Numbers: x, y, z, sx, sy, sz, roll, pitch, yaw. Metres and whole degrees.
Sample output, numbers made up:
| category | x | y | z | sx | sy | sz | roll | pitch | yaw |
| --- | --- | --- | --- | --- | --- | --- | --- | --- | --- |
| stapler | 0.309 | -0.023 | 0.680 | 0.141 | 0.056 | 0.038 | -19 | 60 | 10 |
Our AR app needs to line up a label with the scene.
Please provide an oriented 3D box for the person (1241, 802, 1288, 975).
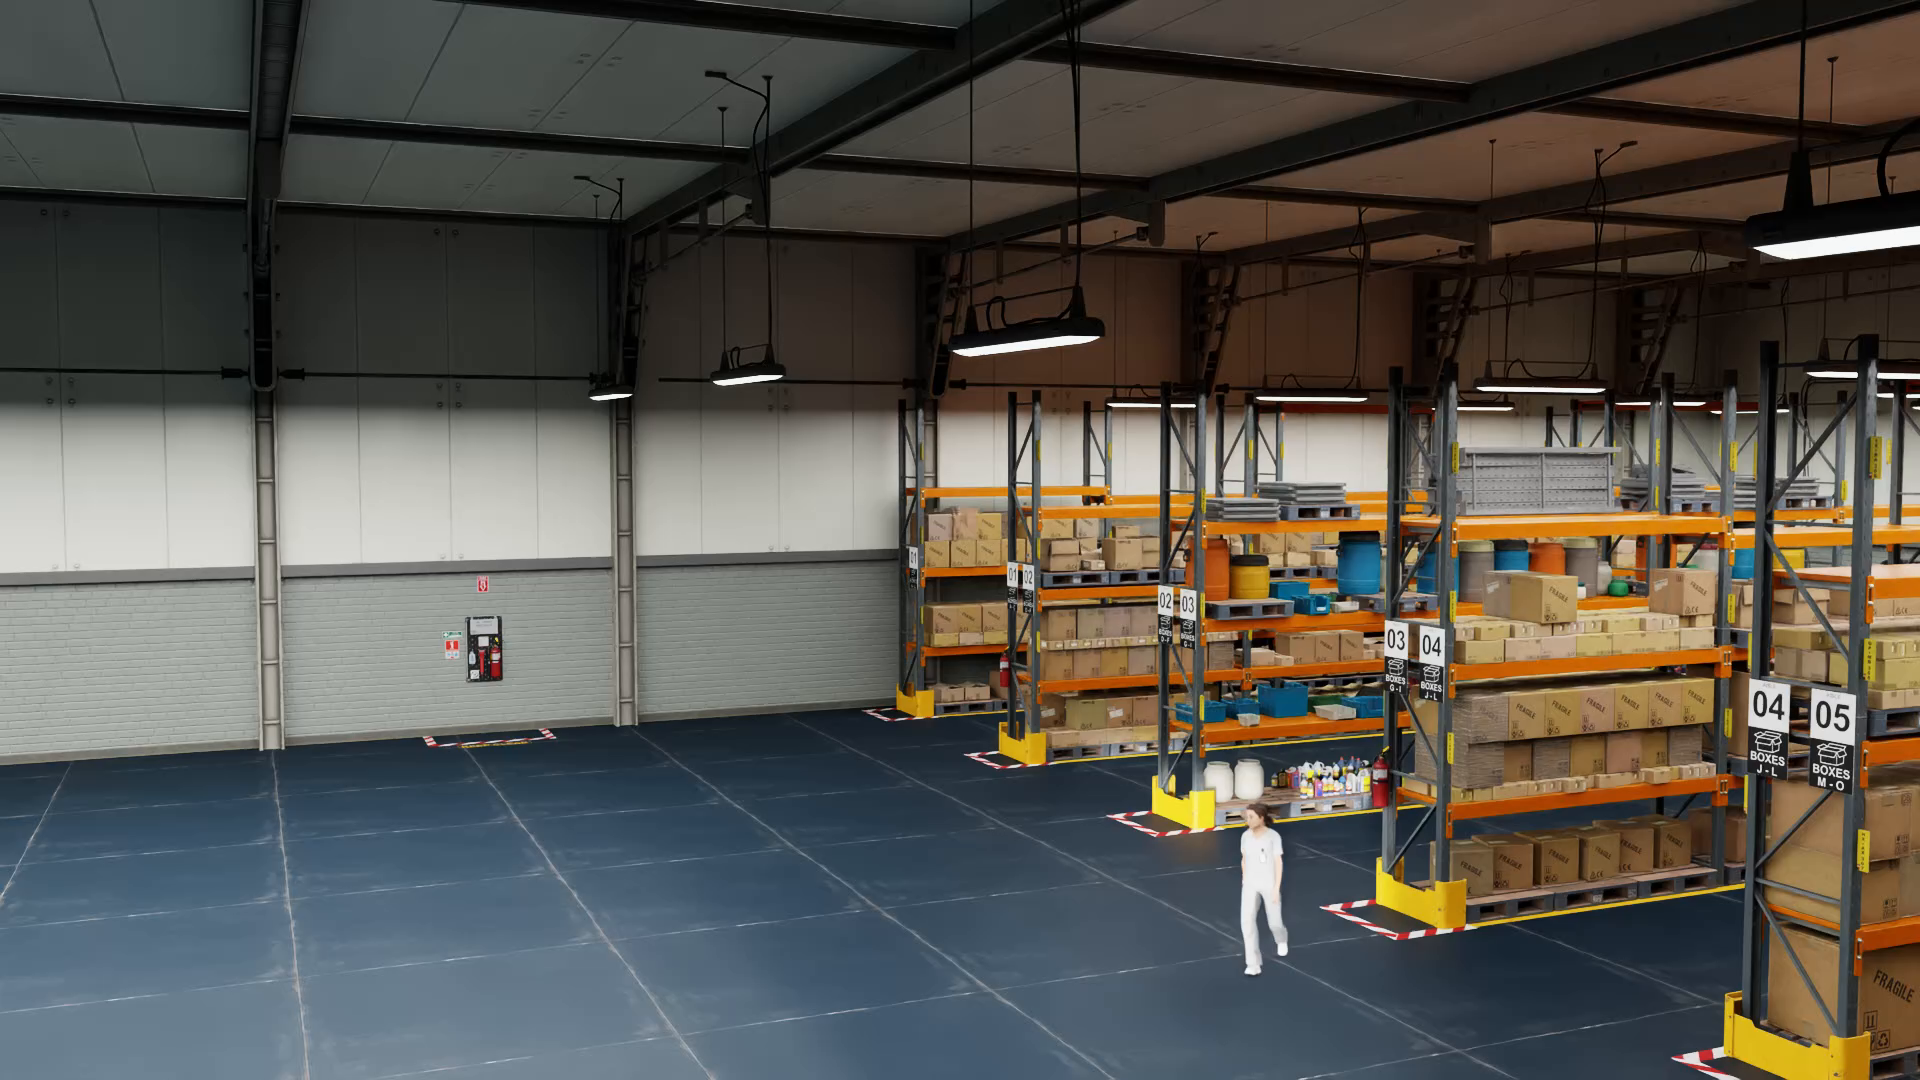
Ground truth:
| category | x | y | z | sx | sy | sz | roll | pitch | yaw |
| --- | --- | --- | --- | --- | --- | --- | --- | --- | --- |
| person | 2.957 | 3.393 | 16.335 | 0.450 | 1.623 | 0.910 | 2 | 4 | 26 |
